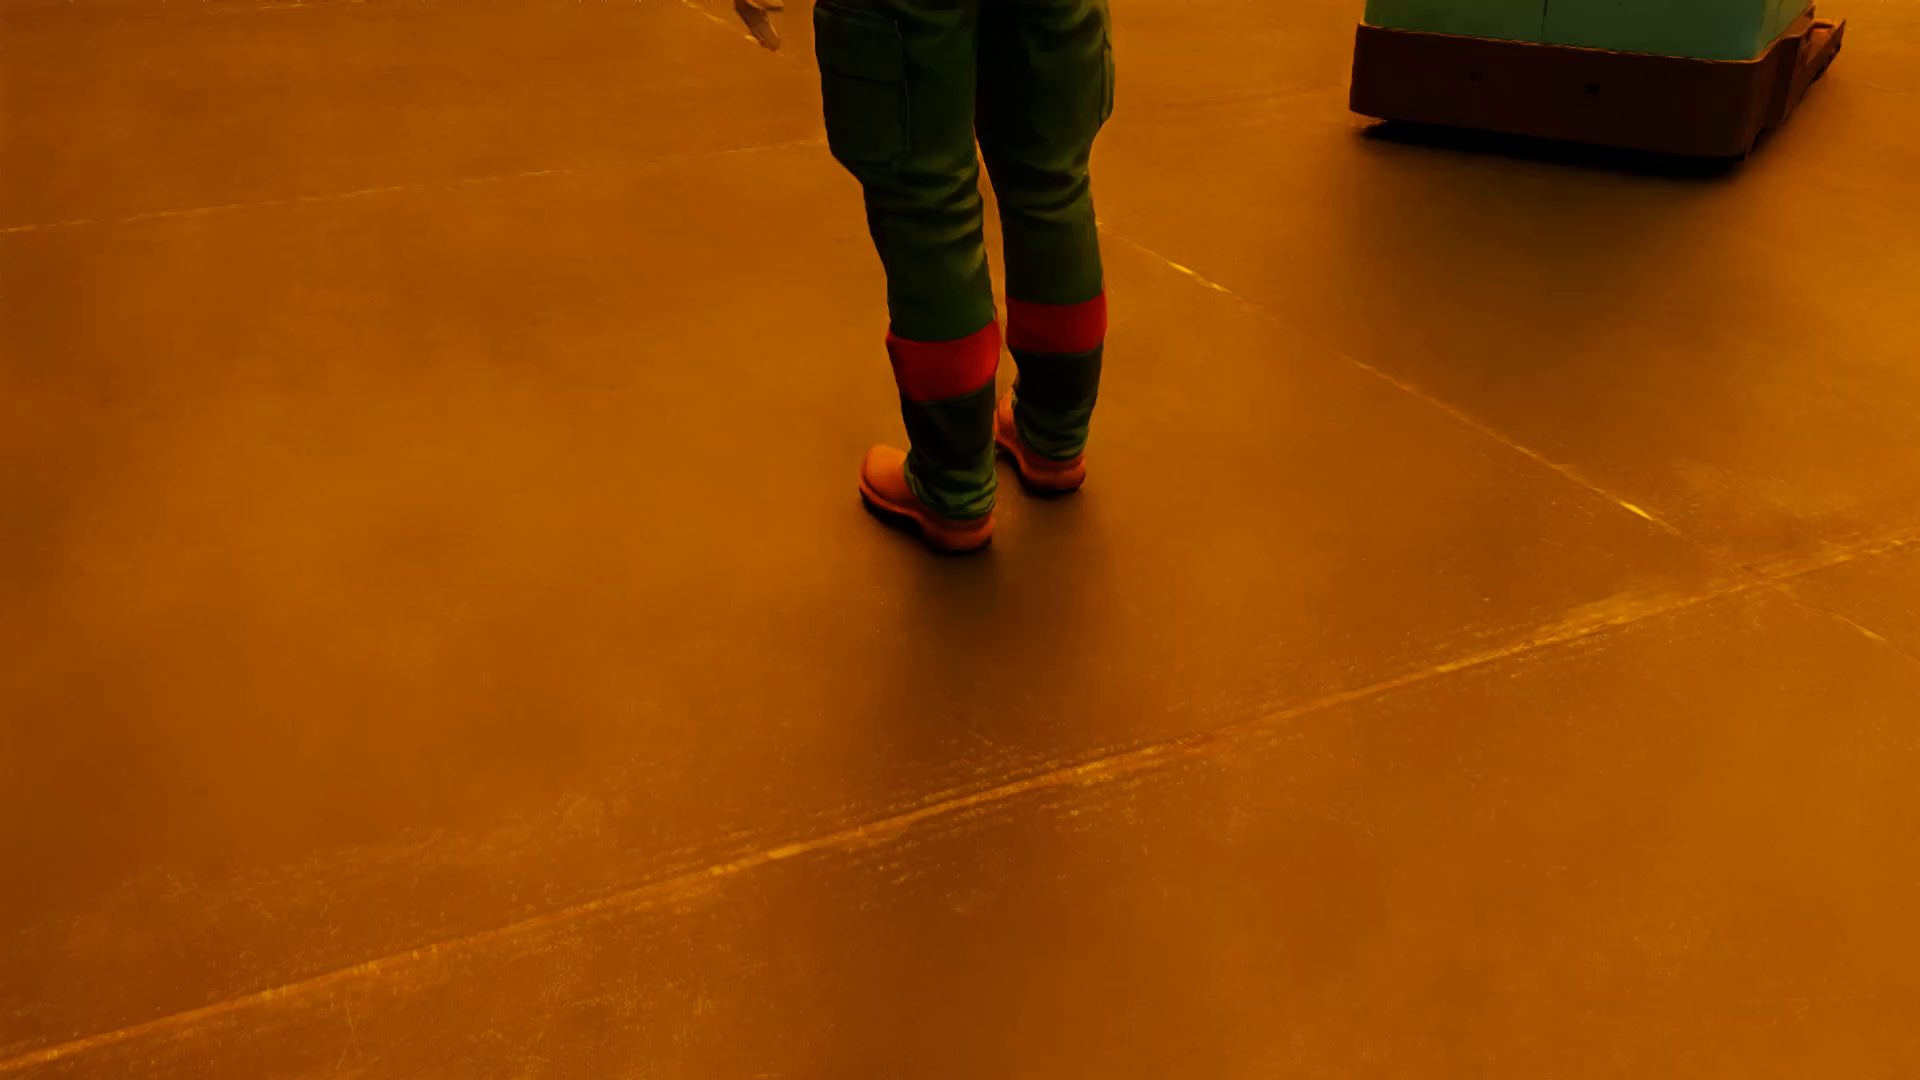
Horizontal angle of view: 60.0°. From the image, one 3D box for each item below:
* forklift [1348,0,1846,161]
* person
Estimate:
[{"bbox_3d":[2.312,-2.911,4.962,1.130,2.935,3.031,16,31,28],"label":"forklift"},{"bbox_3d":[-0.024,-0.837,2.158,0.637,1.787,0.563,-12,29,-22],"label":"person"}]
